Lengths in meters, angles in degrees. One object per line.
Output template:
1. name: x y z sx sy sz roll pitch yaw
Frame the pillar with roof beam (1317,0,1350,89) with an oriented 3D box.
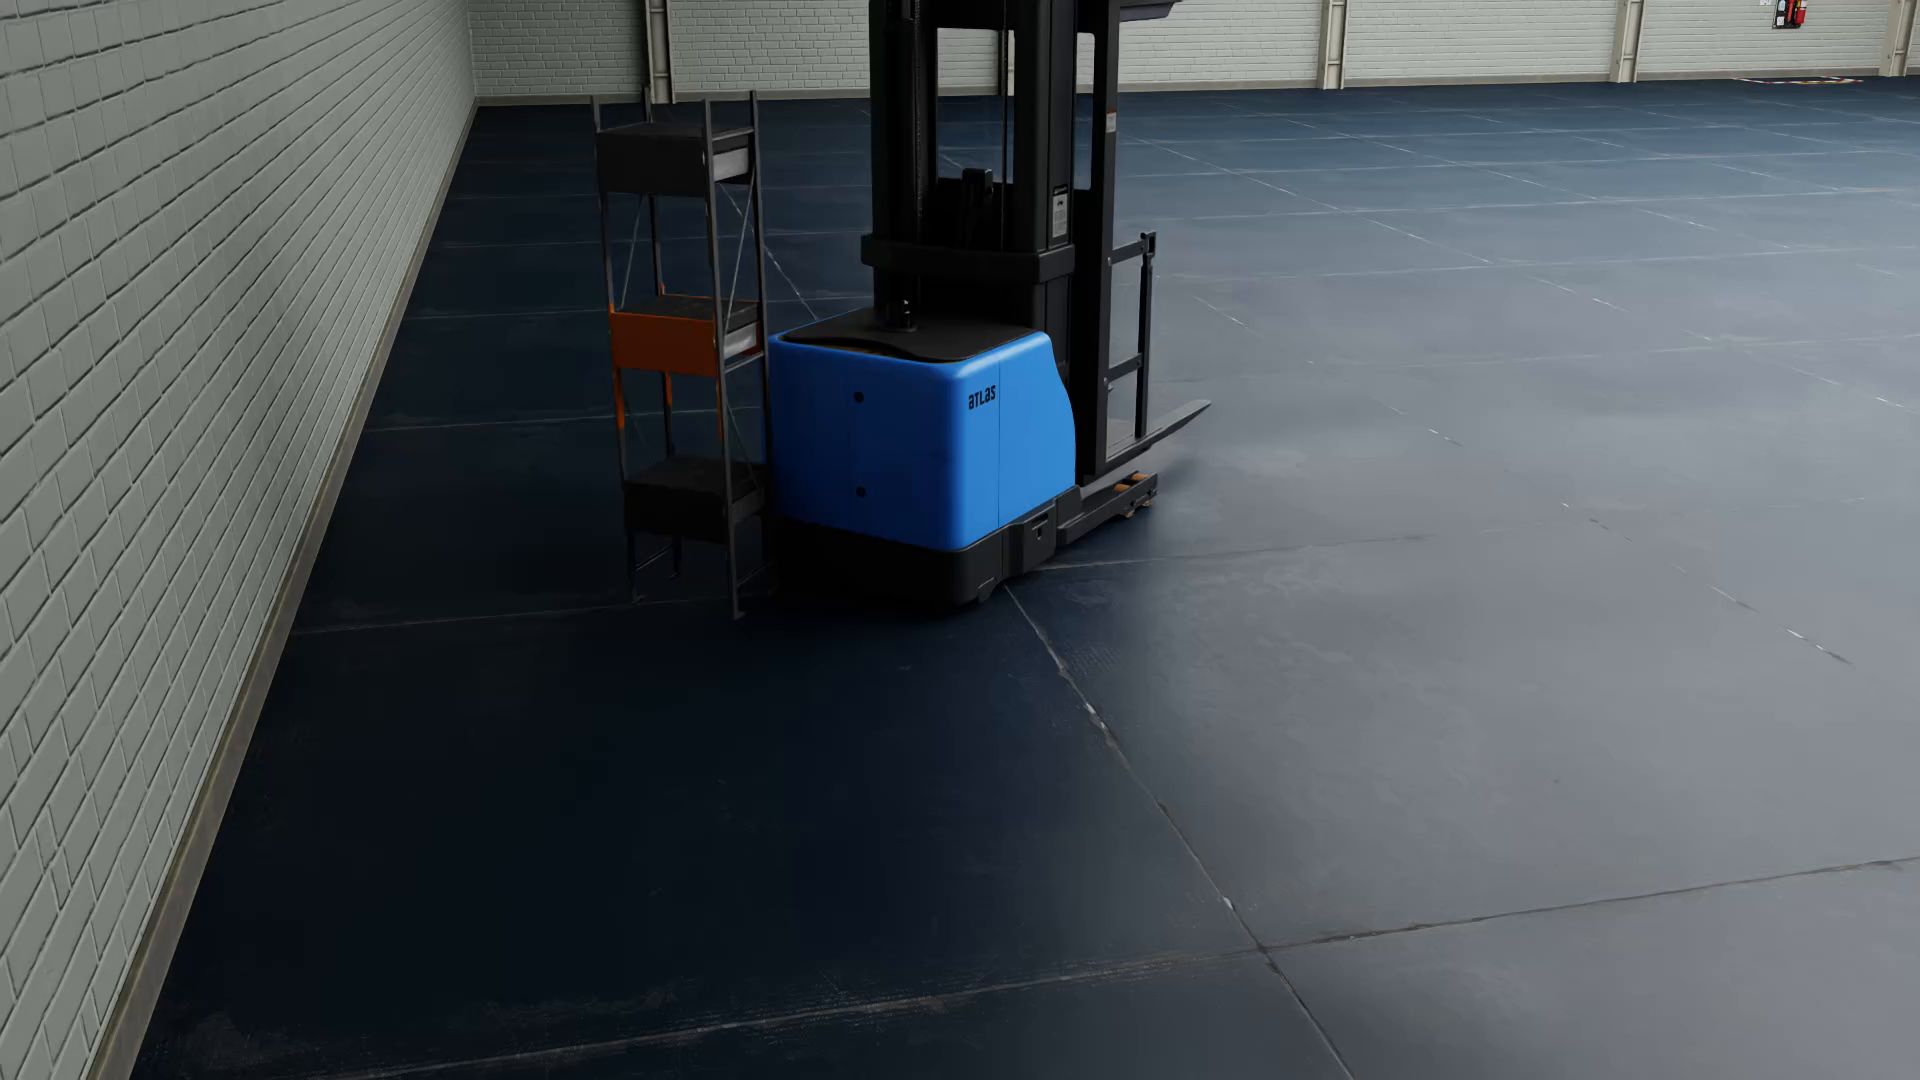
1. pillar with roof beam: 7.723 -11.013 24.795 0.400 9.000 9.100 -5 21 -12

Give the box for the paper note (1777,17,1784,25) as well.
1. paper note: 15.808 -9.999 32.031 0.142 0.148 0.016 -5 21 -12

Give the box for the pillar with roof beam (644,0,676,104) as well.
1. pillar with roof beam: -3.955 -10.063 22.202 0.400 9.000 9.100 -5 21 -12

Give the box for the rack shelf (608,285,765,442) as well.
1. rack shelf: -1.098 -0.730 6.790 0.480 0.518 0.431 8 22 20

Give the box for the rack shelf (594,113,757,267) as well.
1. rack shelf: -1.102 -1.387 6.547 0.480 0.518 0.431 8 22 20

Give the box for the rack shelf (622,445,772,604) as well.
1. rack shelf: -1.095 -0.074 7.032 0.480 0.518 0.431 8 22 20

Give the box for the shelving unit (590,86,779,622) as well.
1. shelving unit: -1.098 -0.743 6.785 0.503 2.100 0.431 8 22 20

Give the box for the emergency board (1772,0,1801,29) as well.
1. emergency board: 15.984 -10.409 31.870 0.626 1.169 0.157 -5 21 -12

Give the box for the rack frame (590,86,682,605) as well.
1. rack frame: -1.325 -0.773 6.870 0.015 2.100 0.400 8 22 20

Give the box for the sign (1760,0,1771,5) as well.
1. sign: 15.435 -10.411 31.823 0.234 0.329 0.001 -5 21 -12

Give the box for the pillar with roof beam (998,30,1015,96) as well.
1. pillar with roof beam: 1.884 -10.538 23.499 0.400 9.000 9.100 -5 21 -12

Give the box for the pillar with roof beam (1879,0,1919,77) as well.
1. pillar with roof beam: 19.401 -11.962 27.388 0.400 9.000 9.100 -5 21 -12

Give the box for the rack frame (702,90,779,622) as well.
1. rack frame: -0.872 -0.713 6.700 0.015 2.100 0.400 8 22 20

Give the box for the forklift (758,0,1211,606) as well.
1. forklift: 0.326 -1.559 7.809 1.130 2.935 3.031 12 23 29

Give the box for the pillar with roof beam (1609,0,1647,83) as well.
1. pillar with roof beam: 13.562 -11.488 26.092 0.400 9.000 9.100 -5 21 -12
